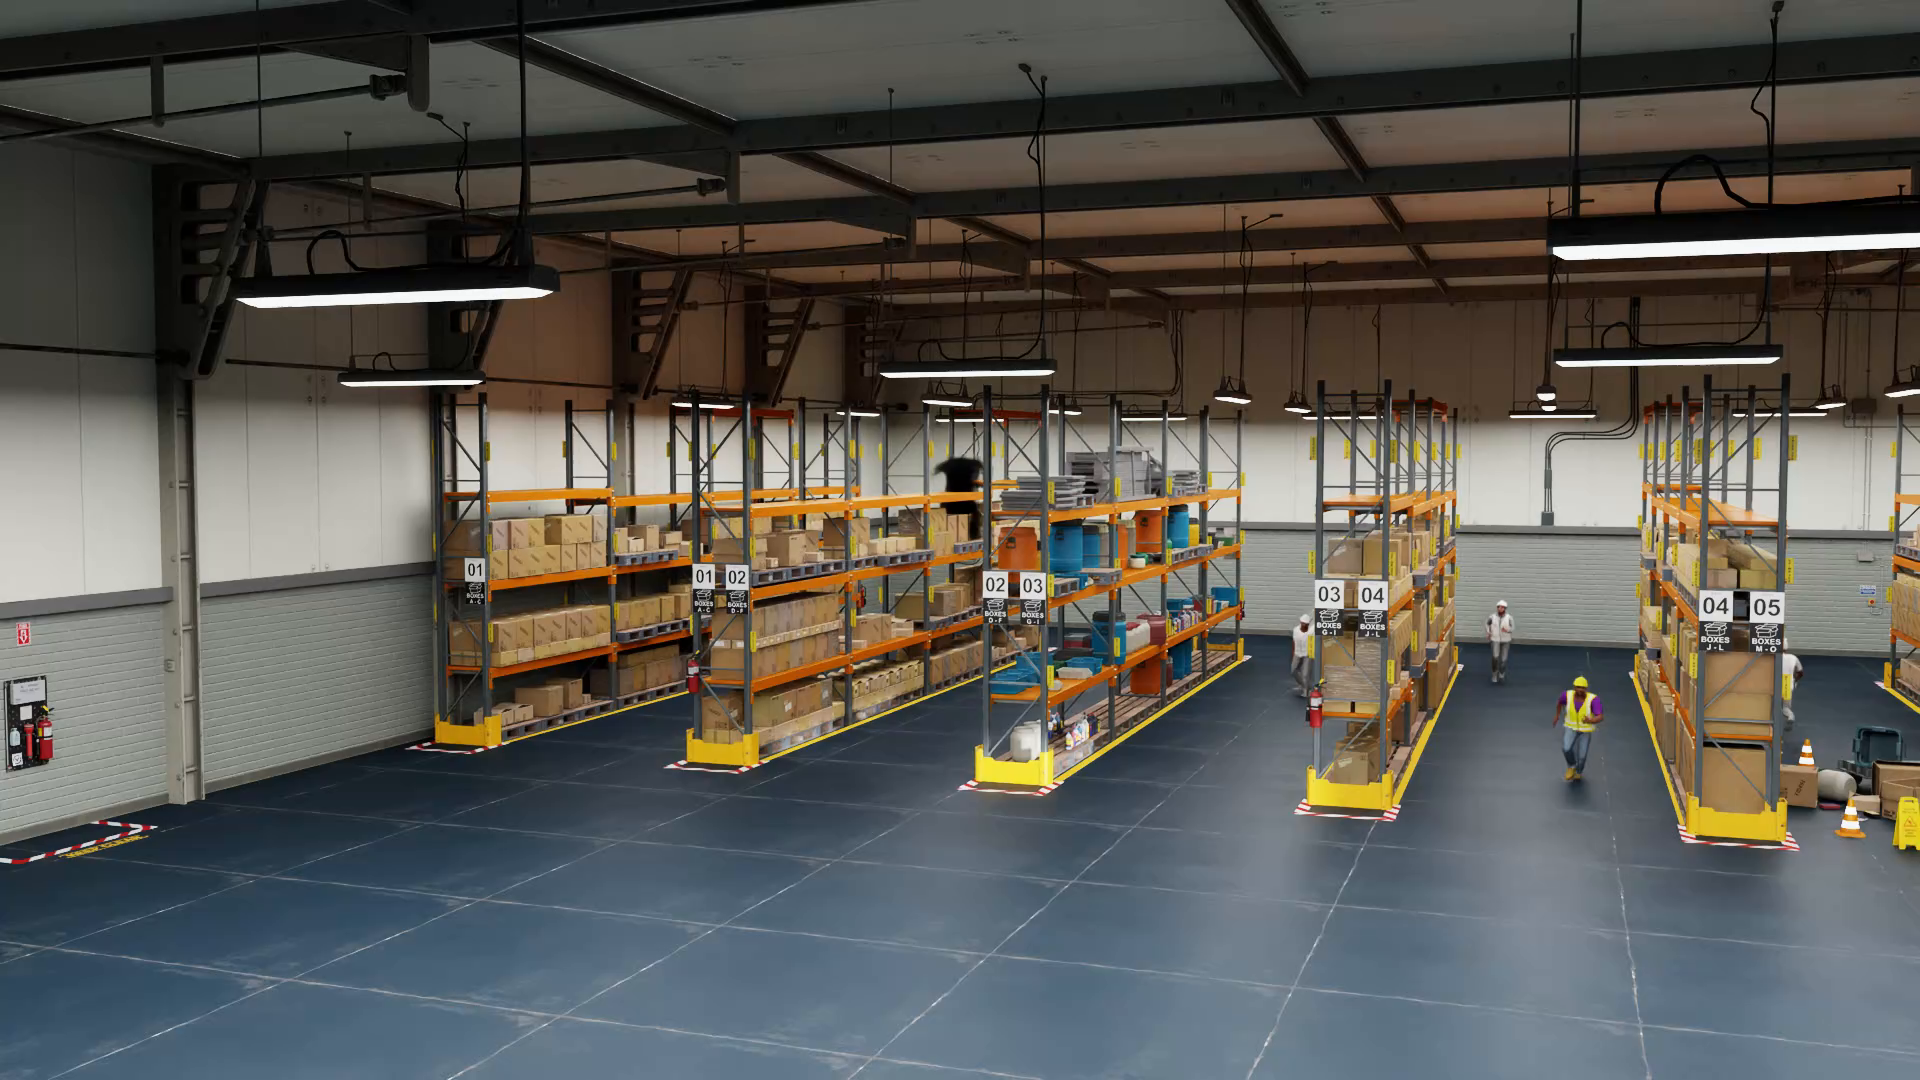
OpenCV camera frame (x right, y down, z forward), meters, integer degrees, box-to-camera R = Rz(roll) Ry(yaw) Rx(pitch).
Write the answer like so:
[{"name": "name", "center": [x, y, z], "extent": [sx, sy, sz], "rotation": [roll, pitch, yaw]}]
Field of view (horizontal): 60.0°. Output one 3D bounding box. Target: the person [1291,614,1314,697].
[{"name": "person", "center": [9.698, 2.762, 25.840], "extent": [15.018, 1.718, 9.495], "rotation": [2, 4, 39]}]

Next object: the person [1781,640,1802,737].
[{"name": "person", "center": [14.338, 2.597, 29.020], "extent": [0.664, 1.741, 0.746], "rotation": [1, 3, 12]}]

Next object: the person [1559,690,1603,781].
[{"name": "person", "center": [9.366, 2.937, 25.101], "extent": [0.640, 1.412, 0.676], "rotation": [1, 3, 22]}]

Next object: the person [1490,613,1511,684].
[{"name": "person", "center": [11.694, 2.344, 36.006], "extent": [0.451, 1.522, 0.664], "rotation": [1, 3, 12]}]
